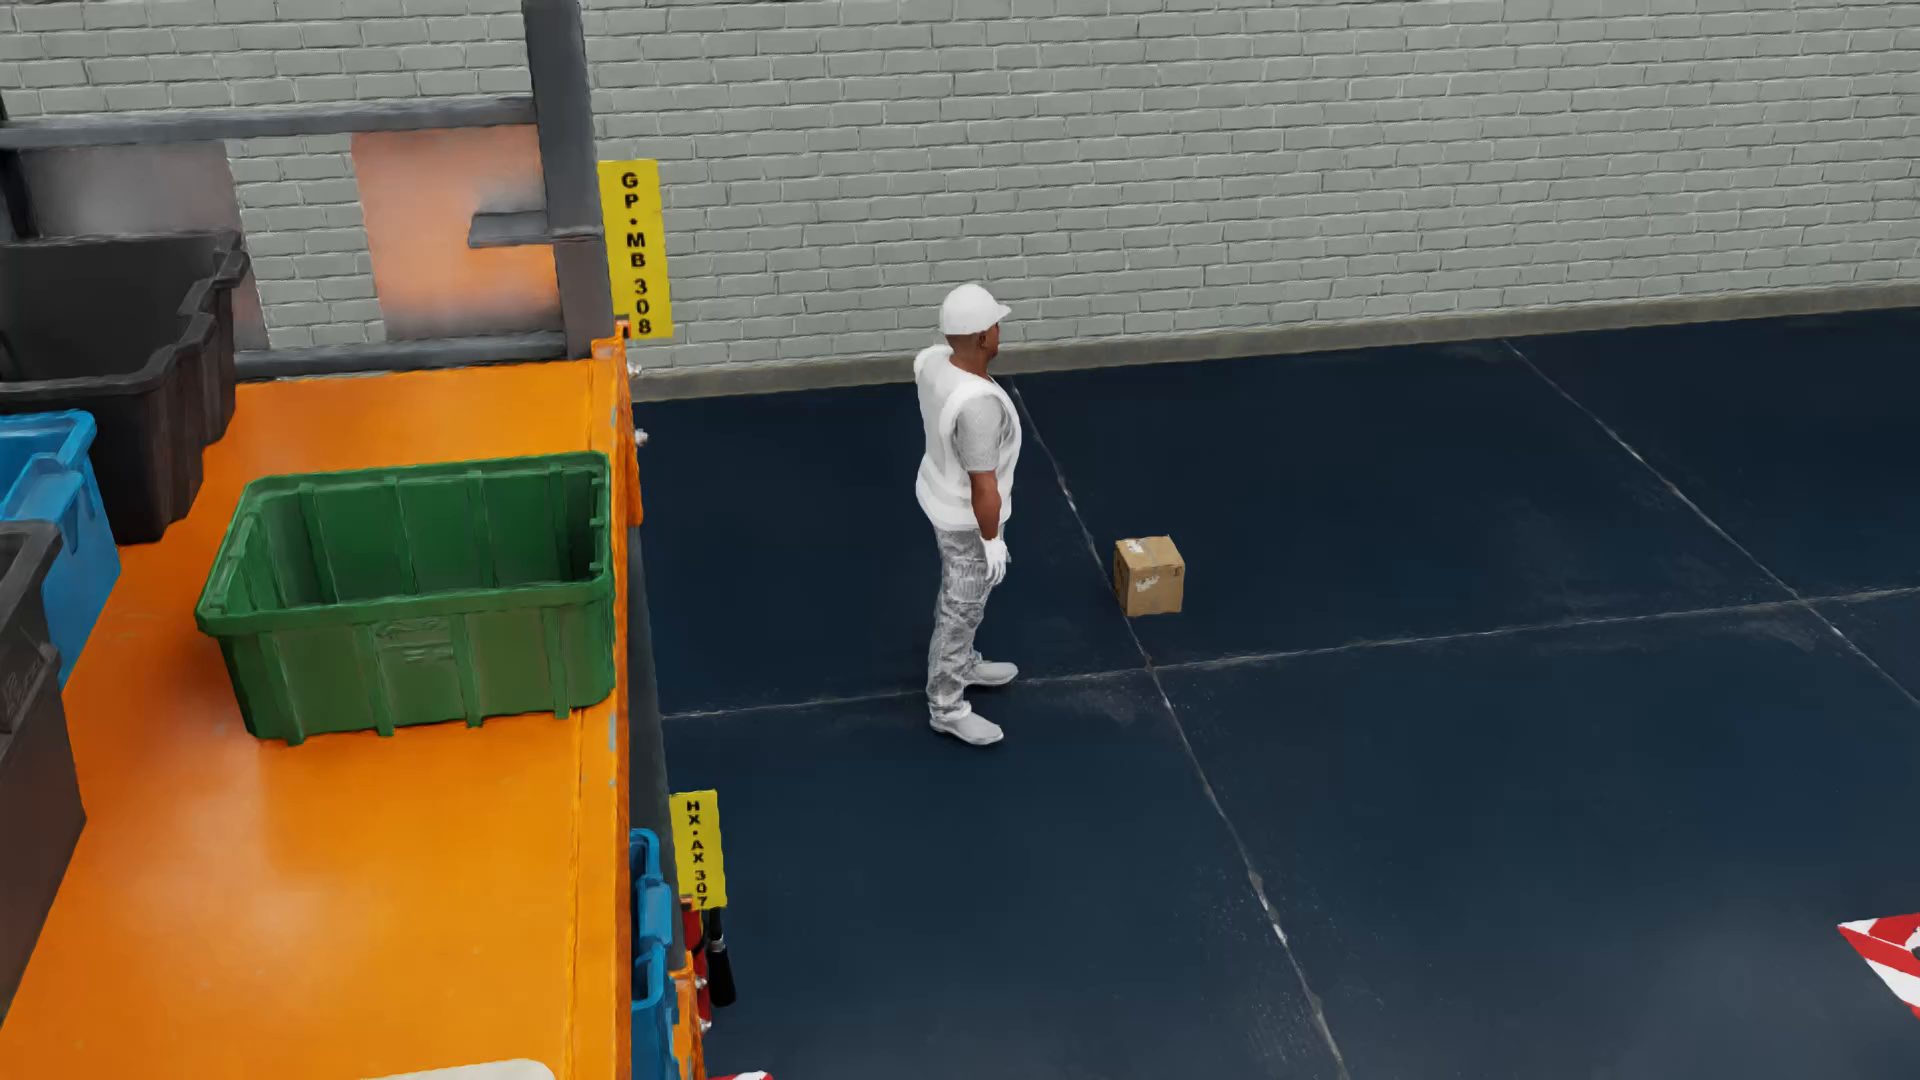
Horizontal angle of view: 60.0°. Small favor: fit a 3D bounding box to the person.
[{"bbox_3d":[0.043,-0.131,6.296,0.458,1.780,0.680,-9,32,-15],"label":"person"}]
